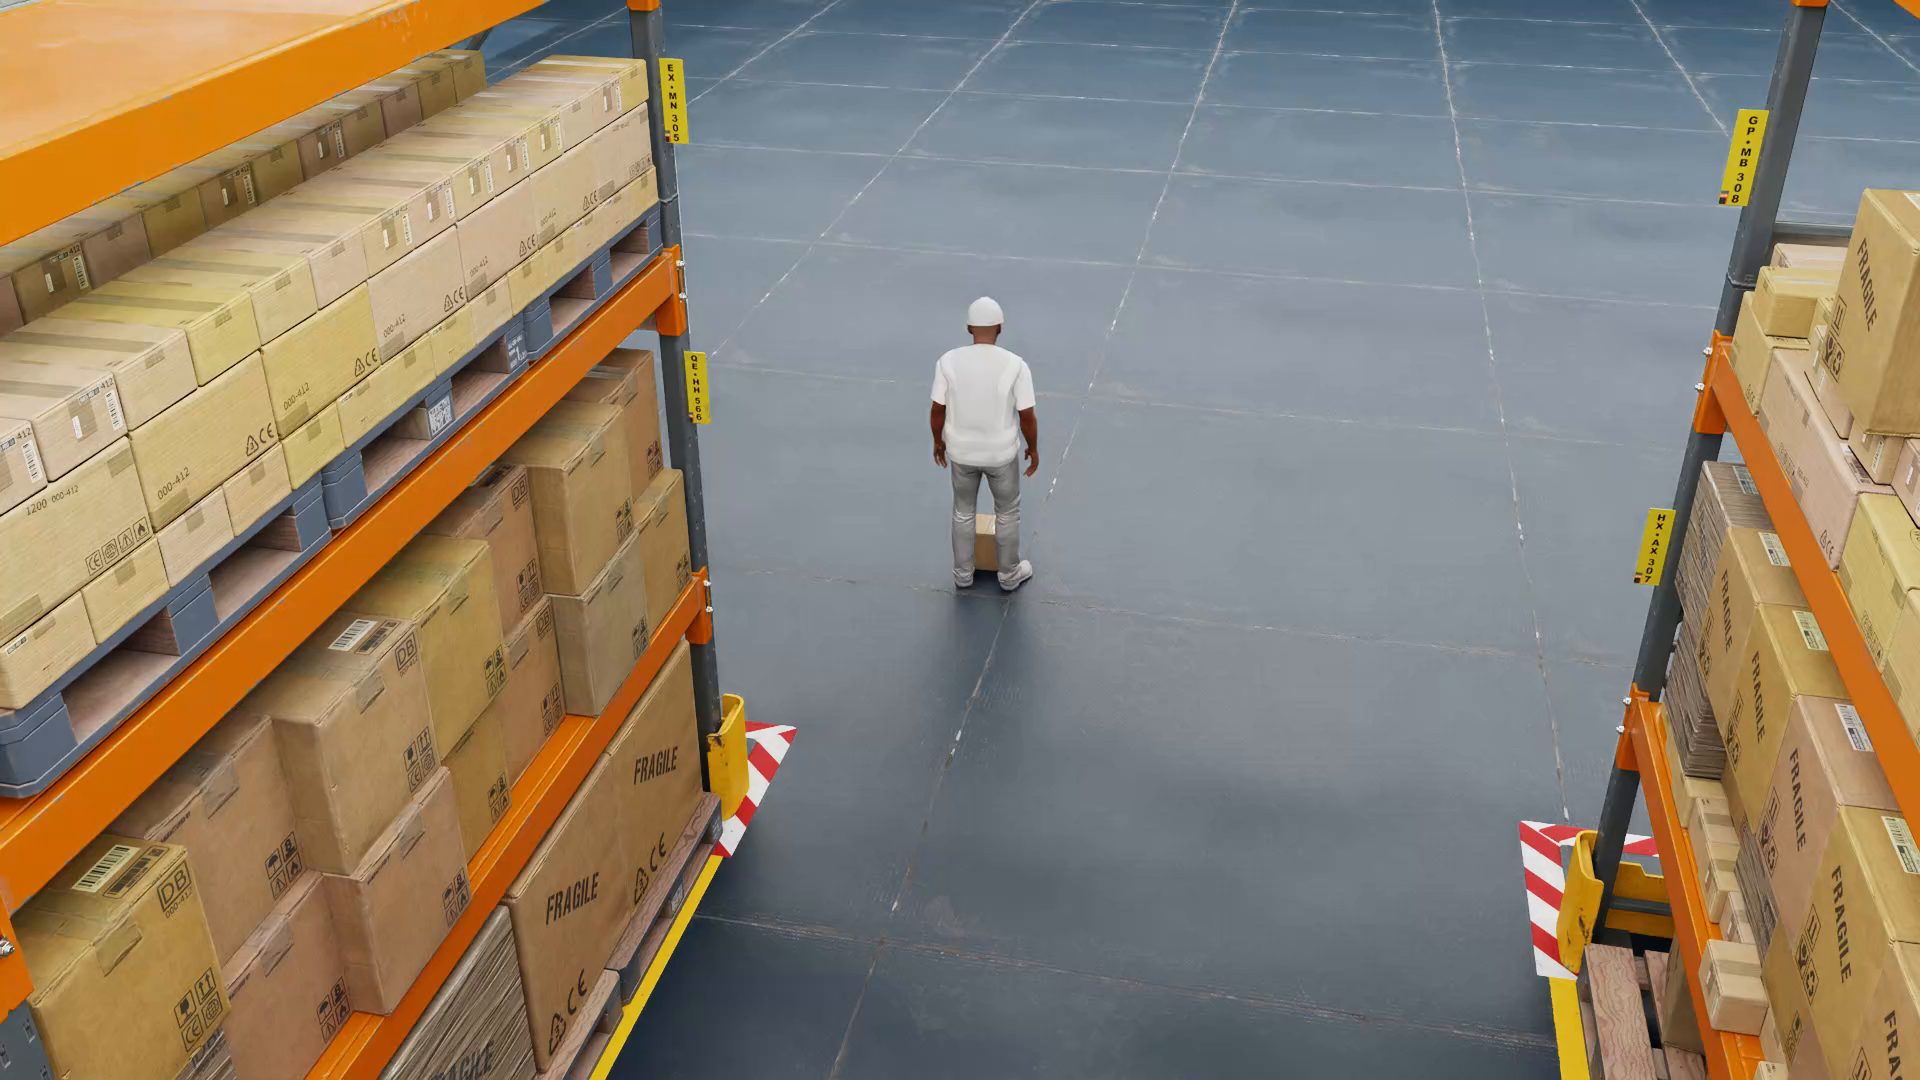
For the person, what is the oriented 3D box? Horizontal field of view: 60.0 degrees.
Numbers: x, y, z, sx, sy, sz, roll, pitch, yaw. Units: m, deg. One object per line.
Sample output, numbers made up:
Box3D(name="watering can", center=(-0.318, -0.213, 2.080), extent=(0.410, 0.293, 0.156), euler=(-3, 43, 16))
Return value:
Box3D(name="person", center=(0.146, -0.537, 9.586), extent=(0.628, 1.760, 0.459), euler=(6, 29, 11))
